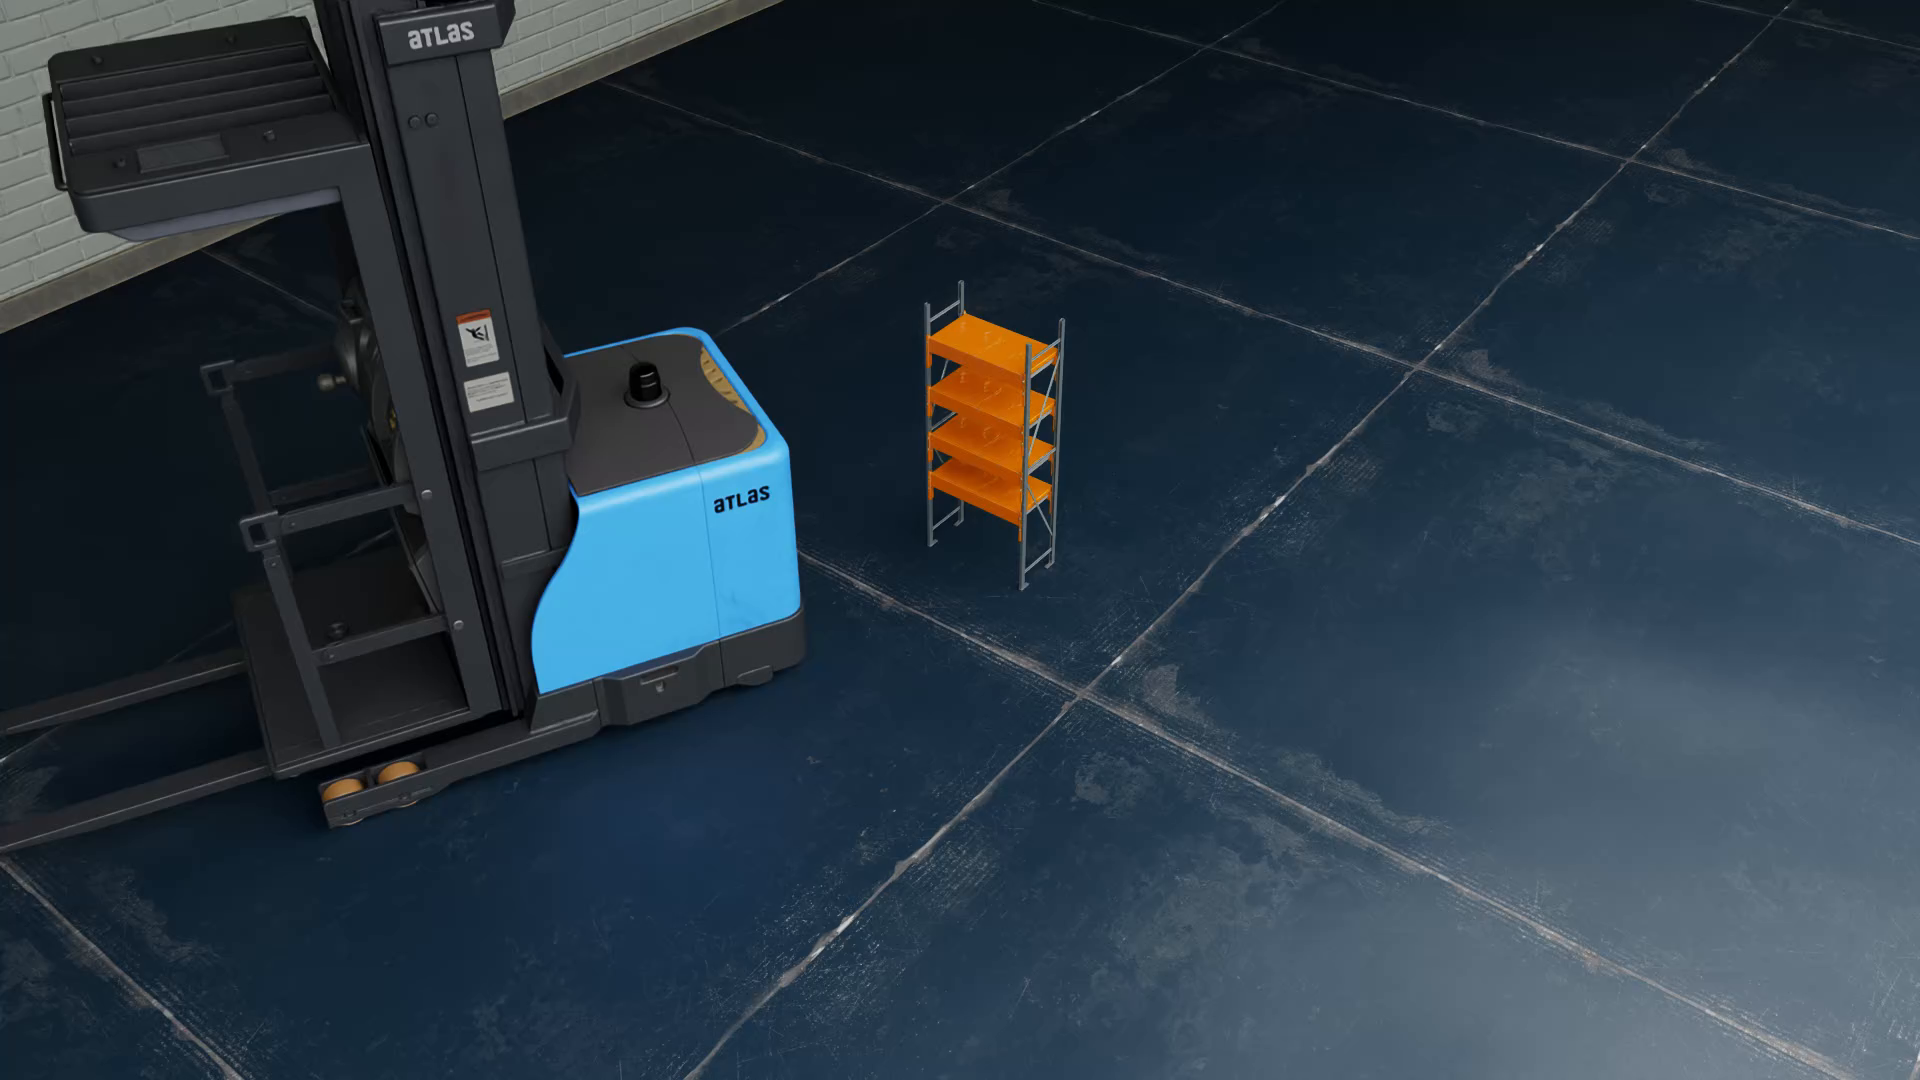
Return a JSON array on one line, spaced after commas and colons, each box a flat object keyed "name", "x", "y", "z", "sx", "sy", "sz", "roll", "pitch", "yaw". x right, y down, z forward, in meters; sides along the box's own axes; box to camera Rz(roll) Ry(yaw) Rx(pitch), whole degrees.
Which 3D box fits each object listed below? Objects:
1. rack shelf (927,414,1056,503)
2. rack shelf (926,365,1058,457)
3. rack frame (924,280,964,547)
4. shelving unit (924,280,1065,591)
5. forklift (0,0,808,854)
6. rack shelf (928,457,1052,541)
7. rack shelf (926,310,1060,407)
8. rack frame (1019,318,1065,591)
[{"name": "rack shelf", "x": 0.131, "y": -0.357, "z": 6.842, "sx": 0.480, "sy": 0.148, "sz": 0.258, "roll": 25, "pitch": 45, "yaw": 29}, {"name": "rack shelf", "x": 0.131, "y": -0.534, "z": 6.704, "sx": 0.480, "sy": 0.148, "sz": 0.258, "roll": 25, "pitch": 45, "yaw": 29}, {"name": "rack frame", "x": -0.062, "y": -0.502, "z": 6.918, "sx": 0.015, "sy": 1.200, "sz": 0.240, "roll": 25, "pitch": 45, "yaw": 29}, {"name": "shelving unit", "x": 0.131, "y": -0.410, "z": 6.801, "sx": 0.503, "sy": 1.200, "sz": 0.258, "roll": 25, "pitch": 45, "yaw": 29}, {"name": "forklift", "x": -2.156, "y": -0.508, "z": 5.521, "sx": 3.031, "sy": 2.935, "sz": 1.130, "roll": -17, "pitch": 41, "yaw": -20}, {"name": "rack shelf", "x": 0.131, "y": -0.201, "z": 6.965, "sx": 0.480, "sy": 0.148, "sz": 0.258, "roll": 25, "pitch": 45, "yaw": 29}, {"name": "rack shelf", "x": 0.131, "y": -0.720, "z": 6.559, "sx": 0.480, "sy": 0.148, "sz": 0.258, "roll": 25, "pitch": 45, "yaw": 29}, {"name": "rack frame", "x": 0.325, "y": -0.319, "z": 6.684, "sx": 0.015, "sy": 1.200, "sz": 0.240, "roll": 25, "pitch": 45, "yaw": 29}]
